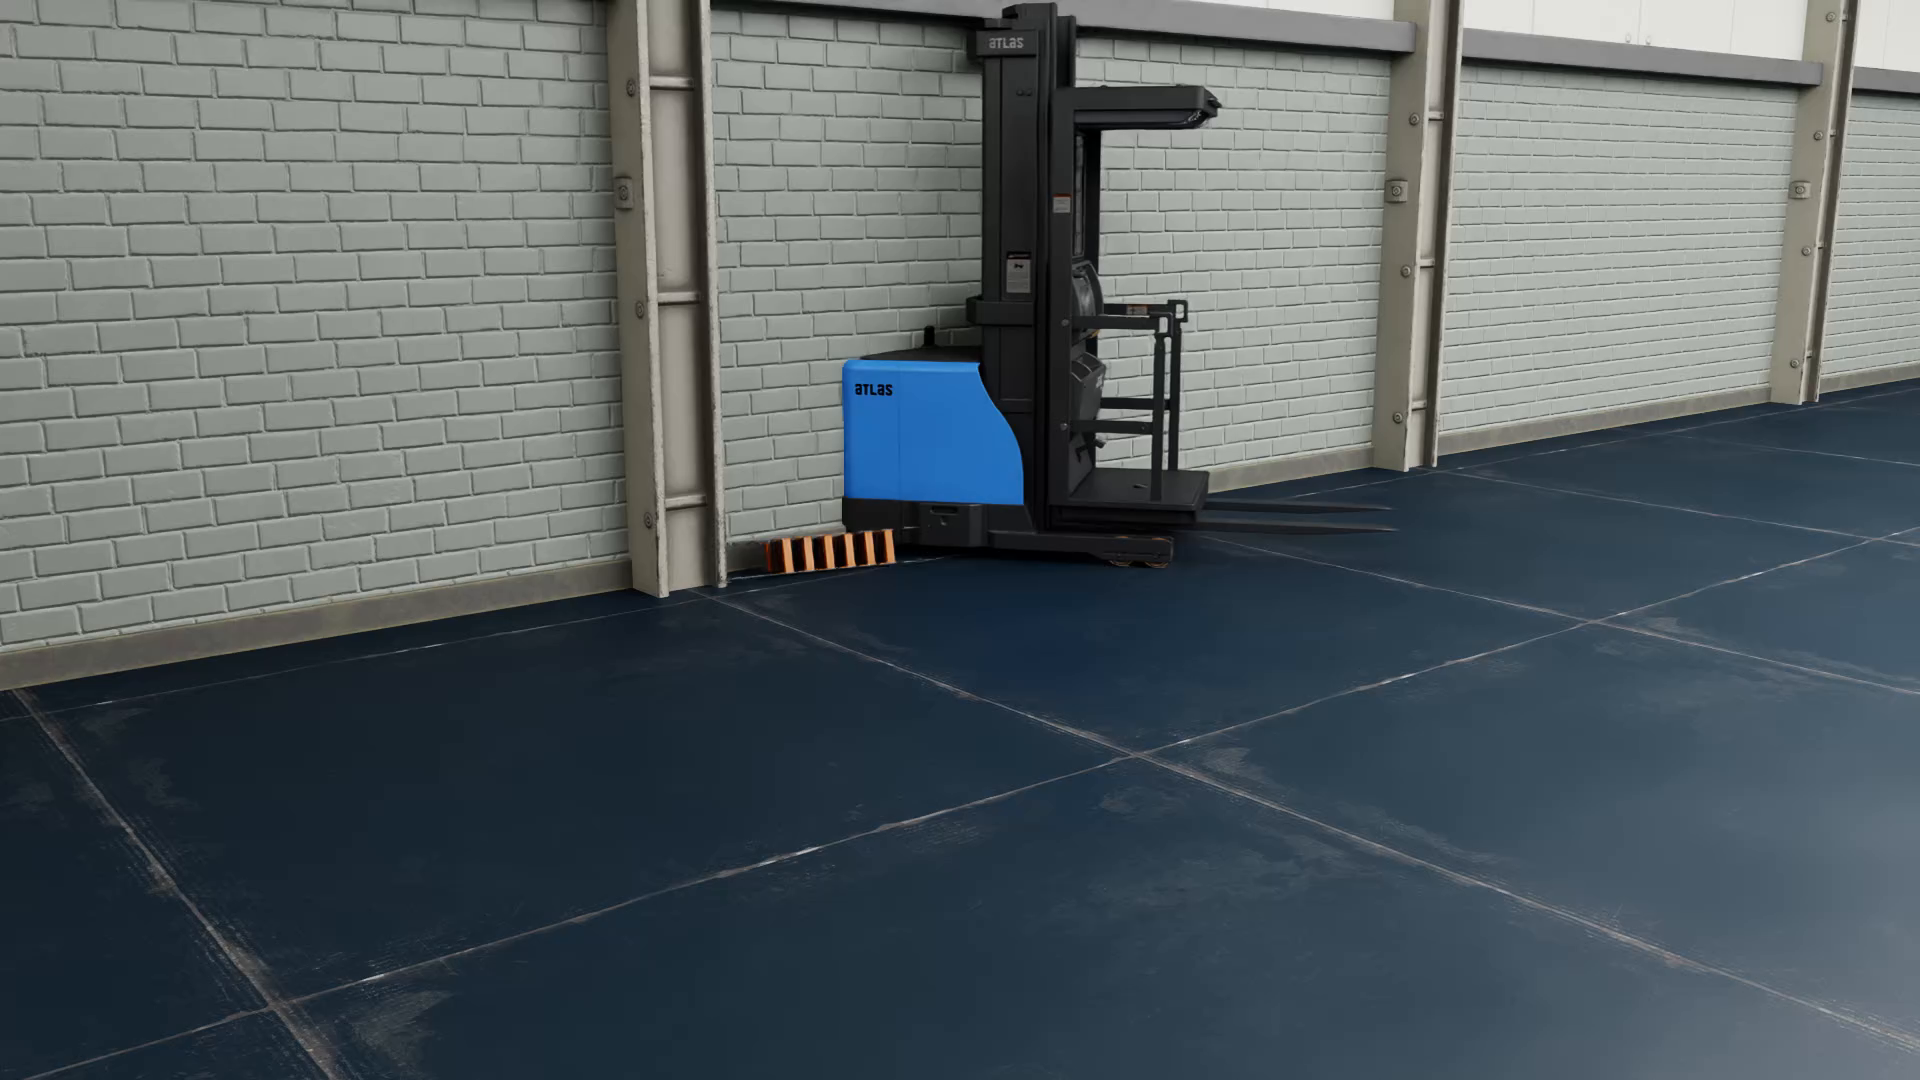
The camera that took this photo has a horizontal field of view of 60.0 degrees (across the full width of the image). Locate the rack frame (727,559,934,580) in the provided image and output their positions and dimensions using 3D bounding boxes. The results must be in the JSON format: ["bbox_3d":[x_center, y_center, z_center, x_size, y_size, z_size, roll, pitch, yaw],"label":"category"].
[{"bbox_3d":[-0.717,0.162,8.874,1.200,0.006,0.240,-5,-3,-30],"label":"rack frame"}]

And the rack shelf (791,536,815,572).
[{"bbox_3d":[-0.868,0.084,8.796,0.103,0.180,0.258,-5,-3,-30],"label":"rack shelf"}]

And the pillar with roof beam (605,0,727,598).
[{"bbox_3d":[1.251,-3.466,4.289,0.400,9.000,9.100,-9,15,-38],"label":"pillar with roof beam"}]

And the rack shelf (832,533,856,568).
[{"bbox_3d":[-0.662,0.066,8.916,0.103,0.180,0.258,-5,-3,-30],"label":"rack shelf"}]

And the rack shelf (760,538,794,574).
[{"bbox_3d":[-0.972,0.094,8.735,0.103,0.180,0.258,-5,-3,-30],"label":"rack shelf"}]

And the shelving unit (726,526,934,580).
[{"bbox_3d":[-0.727,0.072,8.878,1.200,0.189,0.258,-5,-3,-30],"label":"shelving unit"}]

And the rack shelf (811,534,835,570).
[{"bbox_3d":[-0.765,0.075,8.856,0.103,0.180,0.258,-5,-3,-30],"label":"rack shelf"}]

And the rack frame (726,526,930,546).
[{"bbox_3d":[-0.737,-0.019,8.882,1.200,0.006,0.240,-5,-3,-30],"label":"rack frame"}]

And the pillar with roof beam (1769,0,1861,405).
[{"bbox_3d":[10.621,-5.024,11.622,0.400,9.000,9.100,-9,15,-38],"label":"pillar with roof beam"}]

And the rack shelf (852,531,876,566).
[{"bbox_3d":[-0.559,0.056,8.977,0.103,0.180,0.258,-5,-3,-30],"label":"rack shelf"}]

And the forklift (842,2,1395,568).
[{"bbox_3d":[0.893,-1.402,9.176,3.031,2.935,1.130,3,12,12],"label":"forklift"}]

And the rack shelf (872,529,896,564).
[{"bbox_3d":[-0.455,0.047,9.037,0.103,0.180,0.258,-5,-3,-30],"label":"rack shelf"}]

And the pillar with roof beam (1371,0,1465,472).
[{"bbox_3d":[5.936,-4.245,7.955,0.400,9.000,9.100,-9,15,-38],"label":"pillar with roof beam"}]
